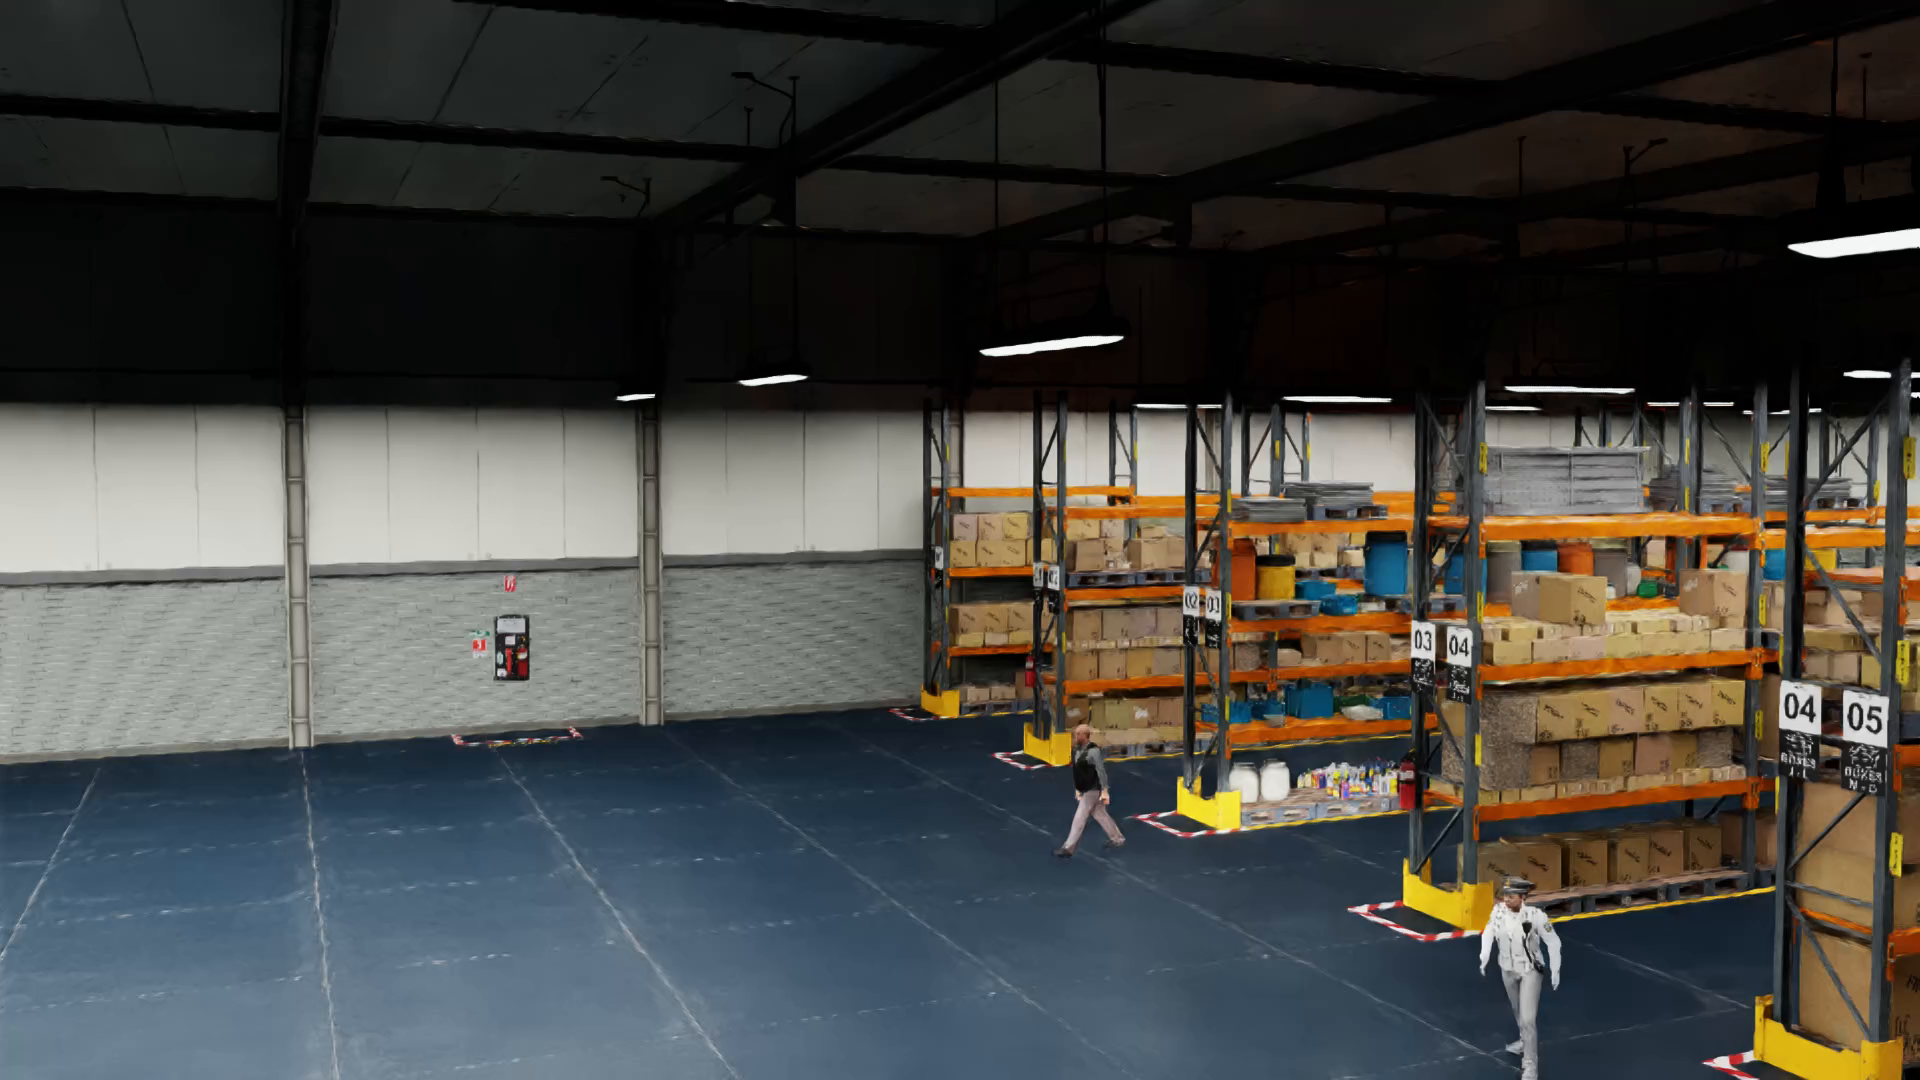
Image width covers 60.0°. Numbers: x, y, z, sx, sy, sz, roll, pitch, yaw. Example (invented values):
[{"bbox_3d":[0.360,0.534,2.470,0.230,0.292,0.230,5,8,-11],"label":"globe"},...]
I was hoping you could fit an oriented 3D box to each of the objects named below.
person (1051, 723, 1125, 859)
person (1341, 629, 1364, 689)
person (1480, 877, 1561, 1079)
[{"bbox_3d":[1.579,3.107,20.776,1.115,1.647,0.543,-1,4,-21],"label":"person"},{"bbox_3d":[7.480,2.496,31.614,0.512,1.632,0.639,-2,4,-25],"label":"person"},{"bbox_3d":[4.649,3.539,13.712,0.811,1.608,0.630,-3,4,-39],"label":"person"}]
